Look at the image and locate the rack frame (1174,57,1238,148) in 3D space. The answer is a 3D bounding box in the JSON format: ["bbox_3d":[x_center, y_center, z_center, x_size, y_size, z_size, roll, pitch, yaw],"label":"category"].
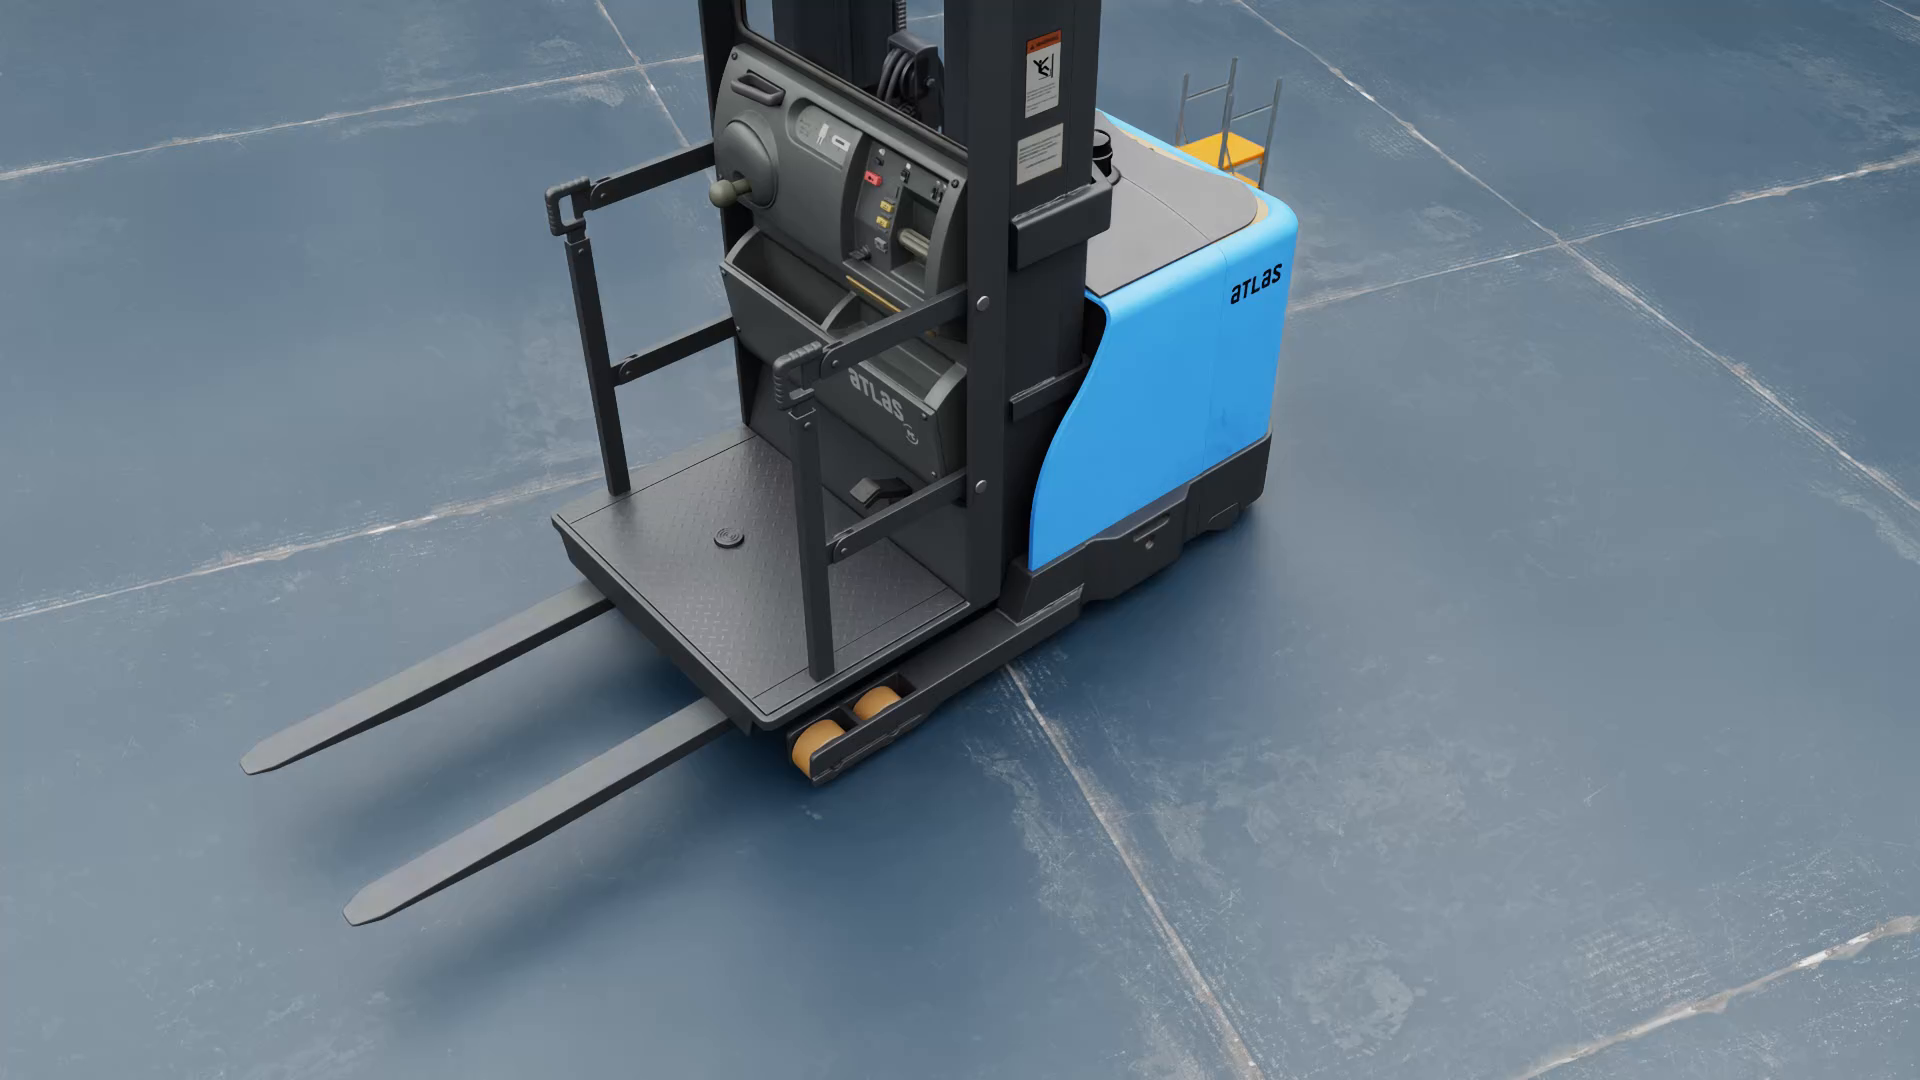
[{"bbox_3d":[0.737,-0.980,5.456,0.240,1.200,0.006,-26,47,-33],"label":"rack frame"}]

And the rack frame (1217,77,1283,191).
[{"bbox_3d":[0.857,-0.889,5.351,0.240,1.200,0.006,-26,47,-33],"label":"rack frame"}]

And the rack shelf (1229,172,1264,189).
[{"bbox_3d":[0.807,-1.088,5.283,0.258,0.103,0.180,-26,47,-33],"label":"rack shelf"}]

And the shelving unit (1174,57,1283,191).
[{"bbox_3d":[0.797,-0.935,5.404,0.258,1.200,0.189,-26,47,-33],"label":"shelving unit"}]

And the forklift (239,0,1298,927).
[{"bbox_3d":[-0.474,-0.849,3.989,3.031,2.935,1.130,-29,48,-29],"label":"forklift"}]

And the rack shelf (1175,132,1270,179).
[{"bbox_3d":[0.813,-1.182,5.209,0.258,0.103,0.180,-26,47,-33],"label":"rack shelf"}]
